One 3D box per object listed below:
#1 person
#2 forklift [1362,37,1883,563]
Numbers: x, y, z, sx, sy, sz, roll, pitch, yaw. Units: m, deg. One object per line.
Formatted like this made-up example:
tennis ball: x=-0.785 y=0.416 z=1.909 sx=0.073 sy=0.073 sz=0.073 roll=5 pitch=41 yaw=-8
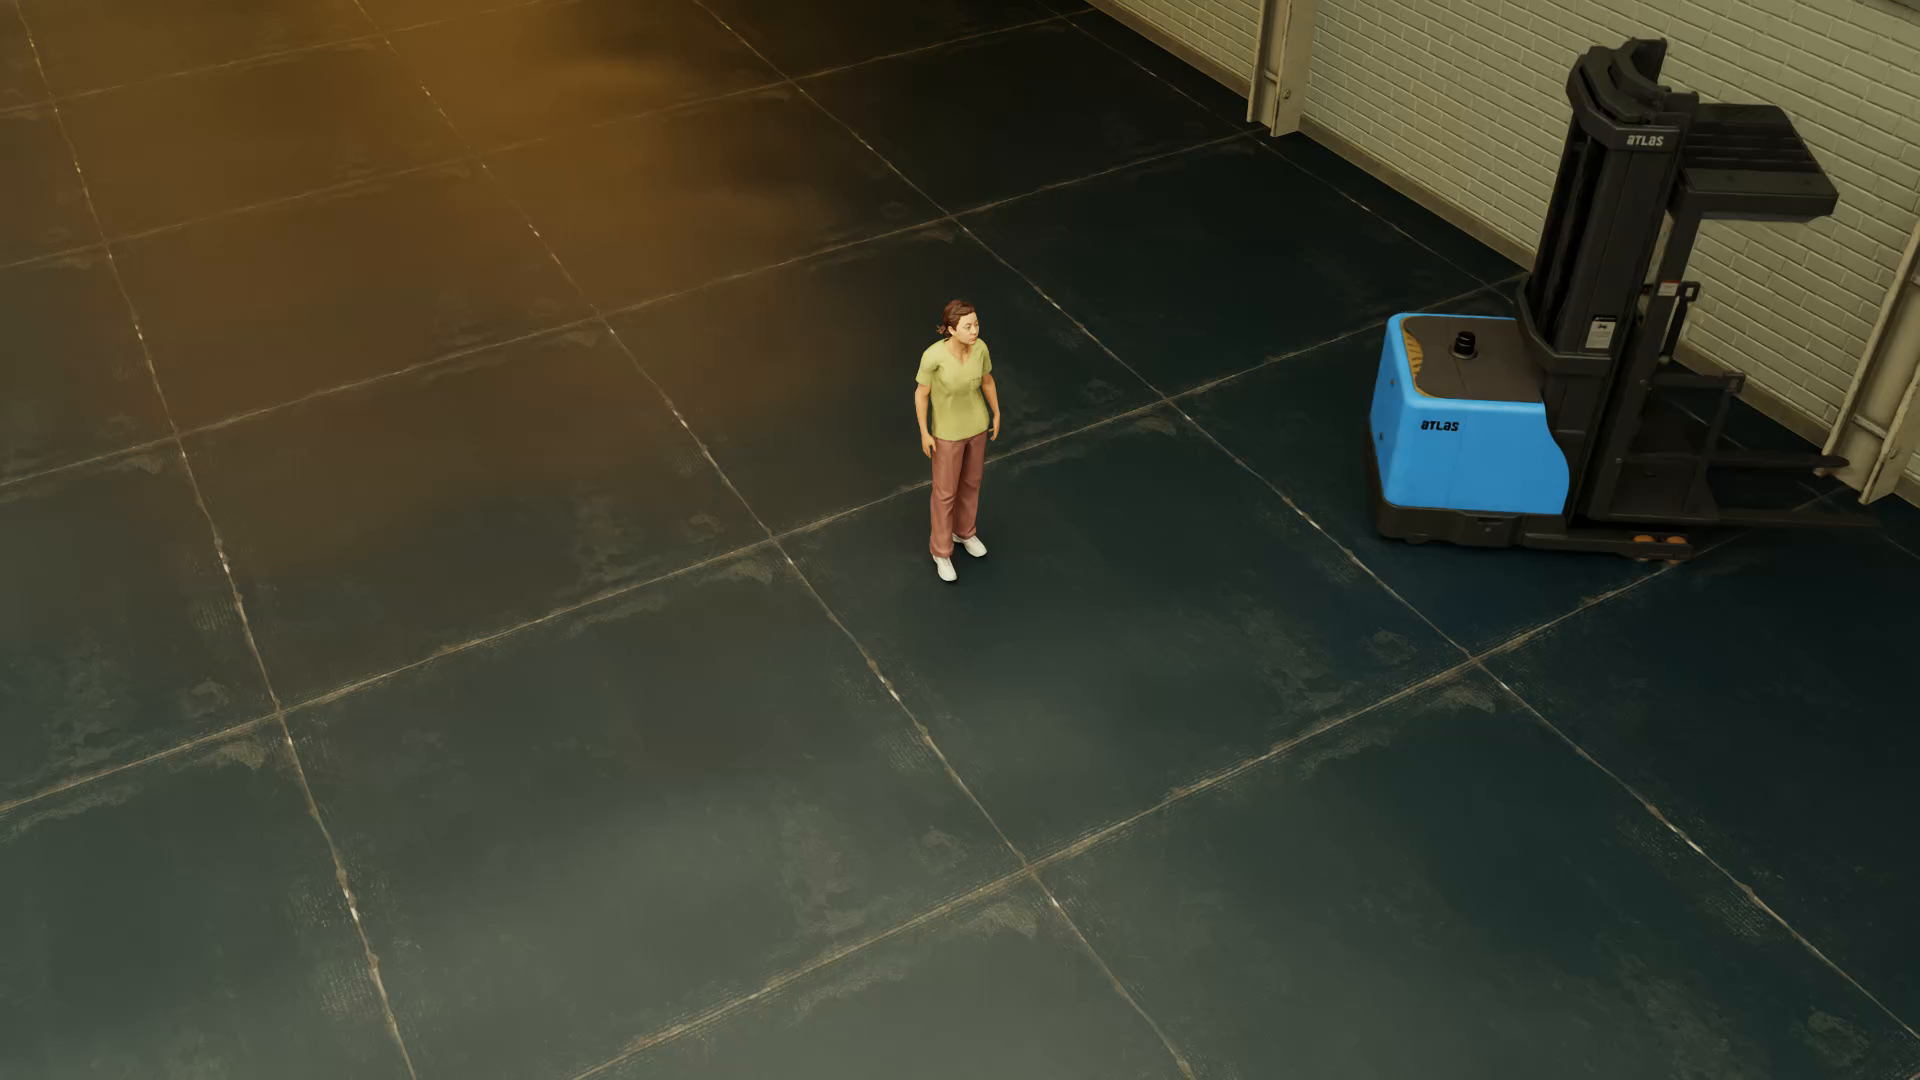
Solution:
person: x=0.027 y=-0.606 z=9.738 sx=0.553 sy=1.673 sz=0.548 roll=-20 pitch=44 yaw=-23
forklift: x=4.123 y=-1.342 z=9.654 sx=3.031 sy=2.935 sz=1.130 roll=3 pitch=40 yaw=4
